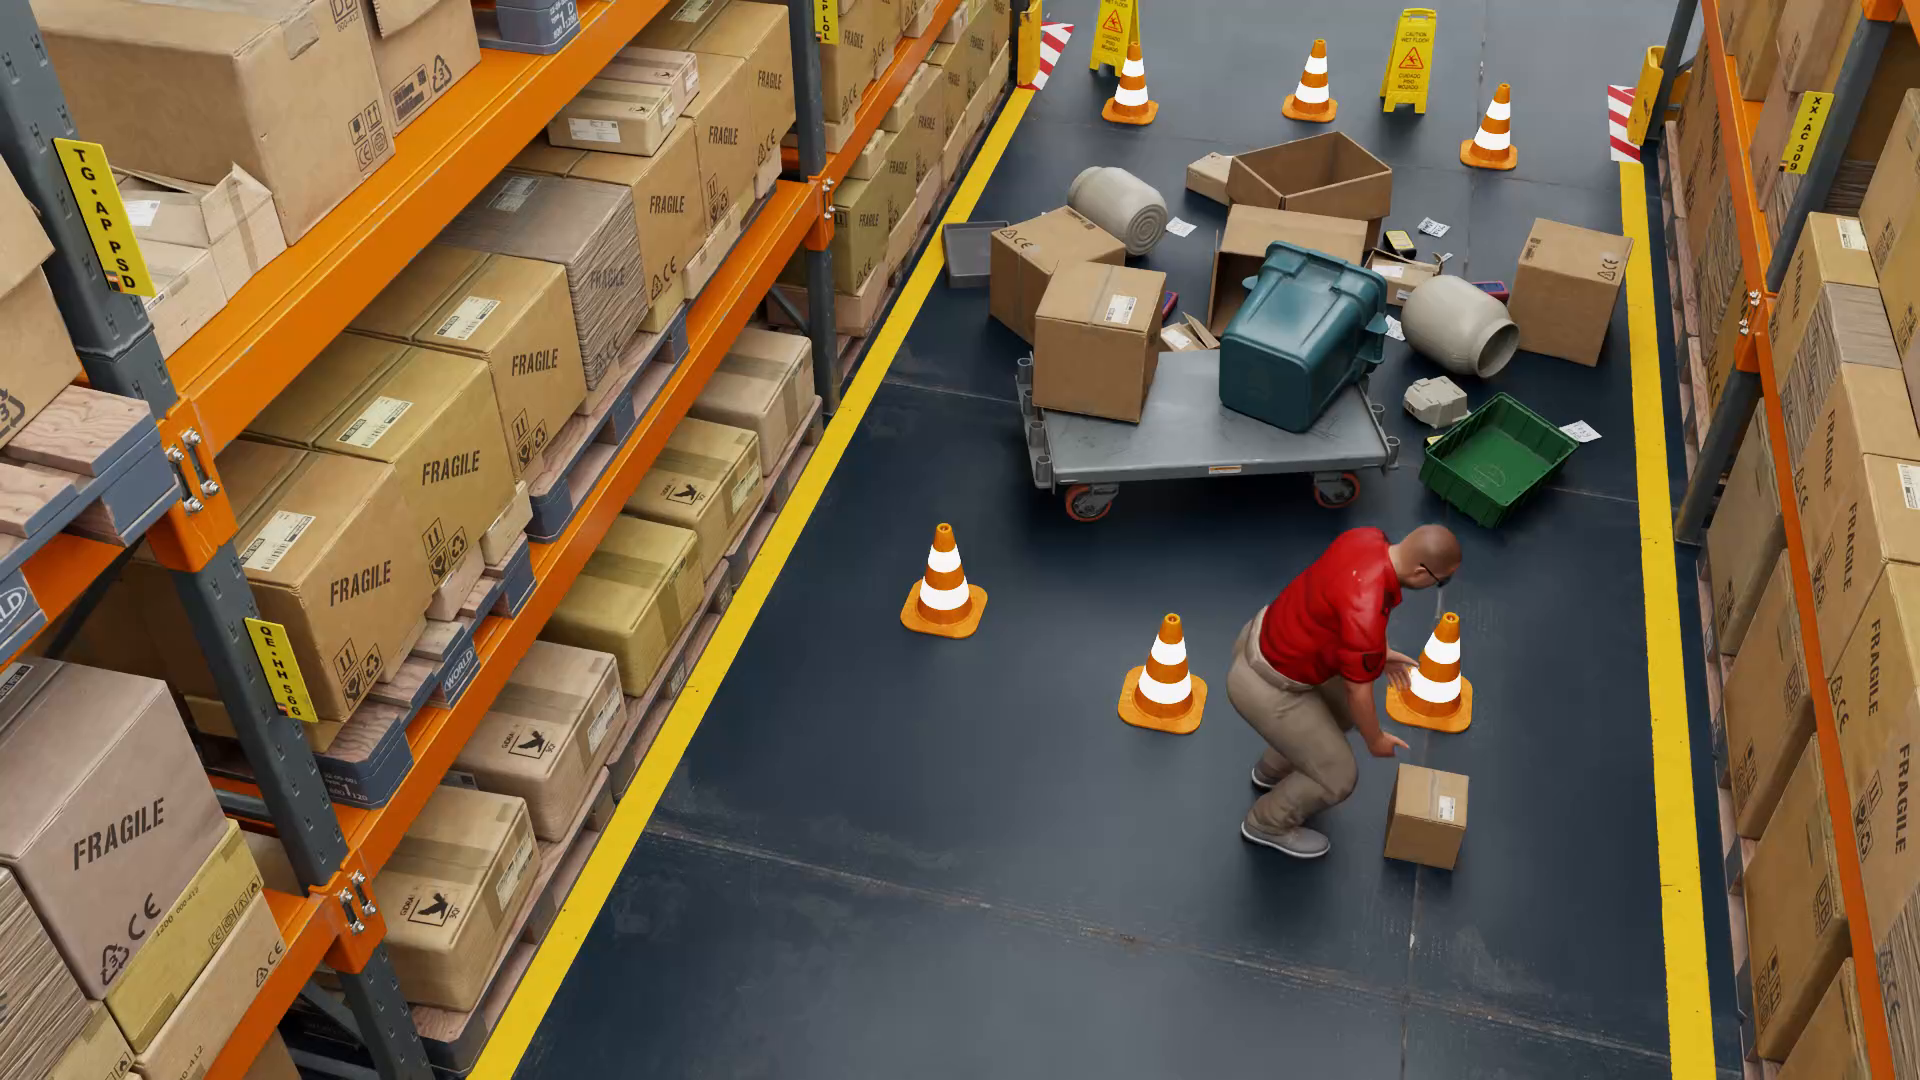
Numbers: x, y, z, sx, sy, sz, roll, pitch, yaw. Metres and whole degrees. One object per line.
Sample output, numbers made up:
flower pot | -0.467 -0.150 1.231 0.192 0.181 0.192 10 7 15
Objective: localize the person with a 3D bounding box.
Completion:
person | 1.337 0.485 5.844 0.598 1.431 0.589 10 42 12
